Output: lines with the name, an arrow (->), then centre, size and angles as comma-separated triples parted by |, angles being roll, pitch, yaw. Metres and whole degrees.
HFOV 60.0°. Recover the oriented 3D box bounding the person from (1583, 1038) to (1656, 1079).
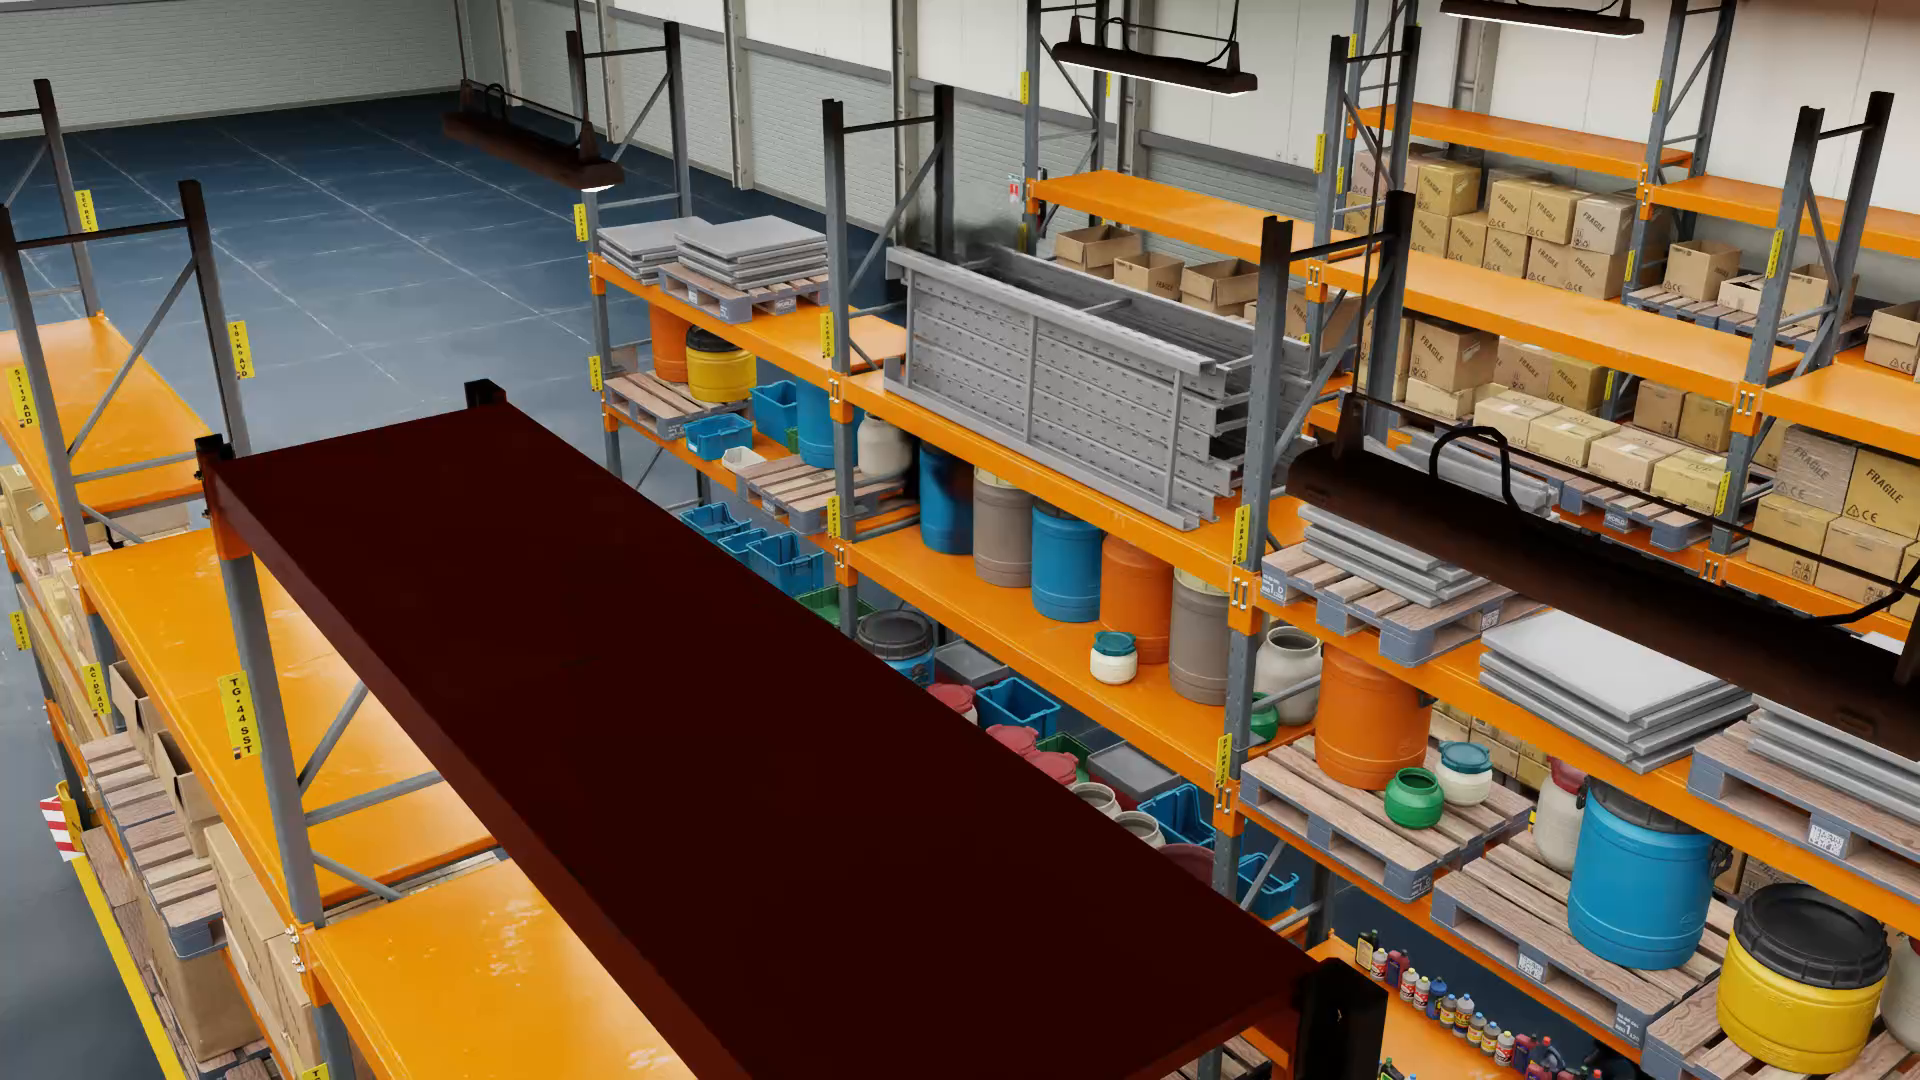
person -> 4.336, 2.859, 10.810 | 0.888, 1.730, 0.666 | 20, 31, 36
